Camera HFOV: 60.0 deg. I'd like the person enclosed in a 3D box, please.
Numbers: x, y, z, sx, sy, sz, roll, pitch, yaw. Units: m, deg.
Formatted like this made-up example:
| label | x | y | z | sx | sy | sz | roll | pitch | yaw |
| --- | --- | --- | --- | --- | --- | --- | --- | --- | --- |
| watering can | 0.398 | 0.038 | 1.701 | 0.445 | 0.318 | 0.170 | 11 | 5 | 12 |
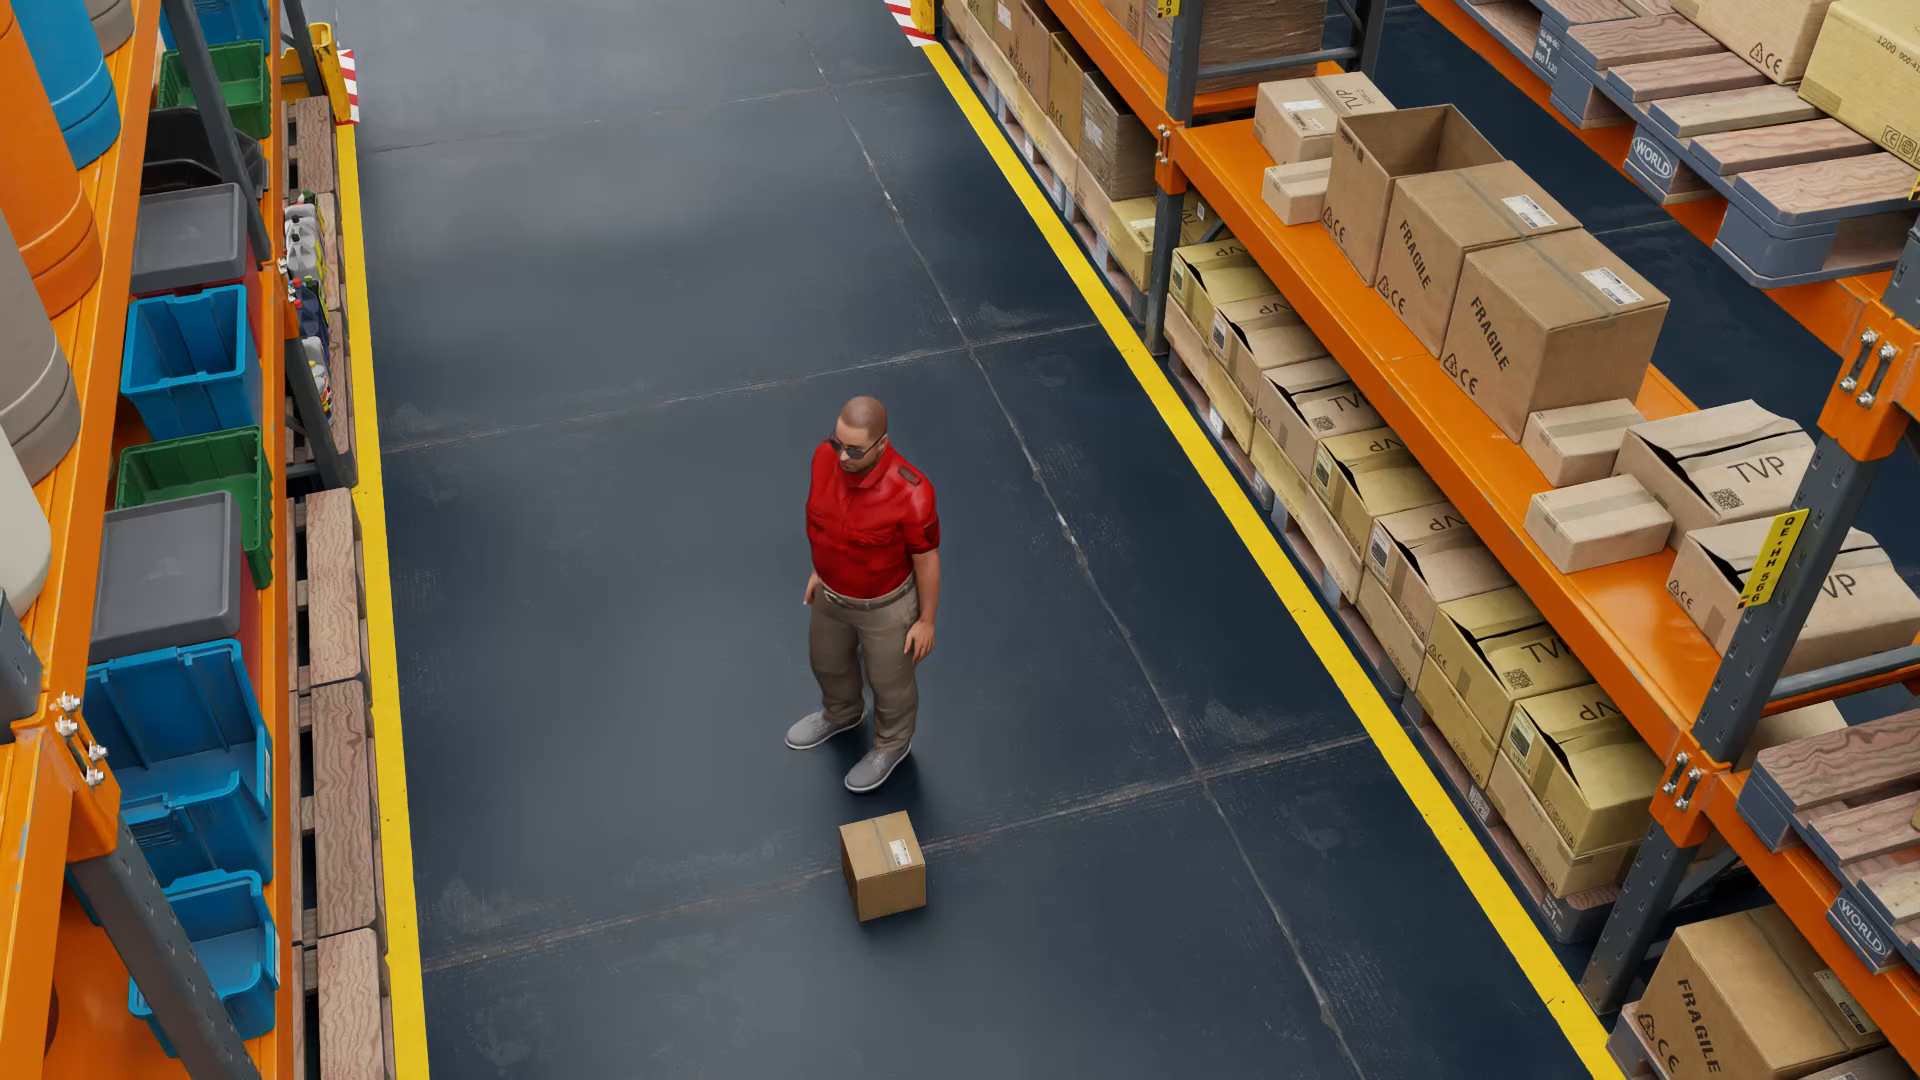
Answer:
| label | x | y | z | sx | sy | sz | roll | pitch | yaw |
| --- | --- | --- | --- | --- | --- | --- | --- | --- | --- |
| person | -0.365 | 0.205 | 5.945 | 0.638 | 1.745 | 0.385 | 27 | 49 | 27 |
